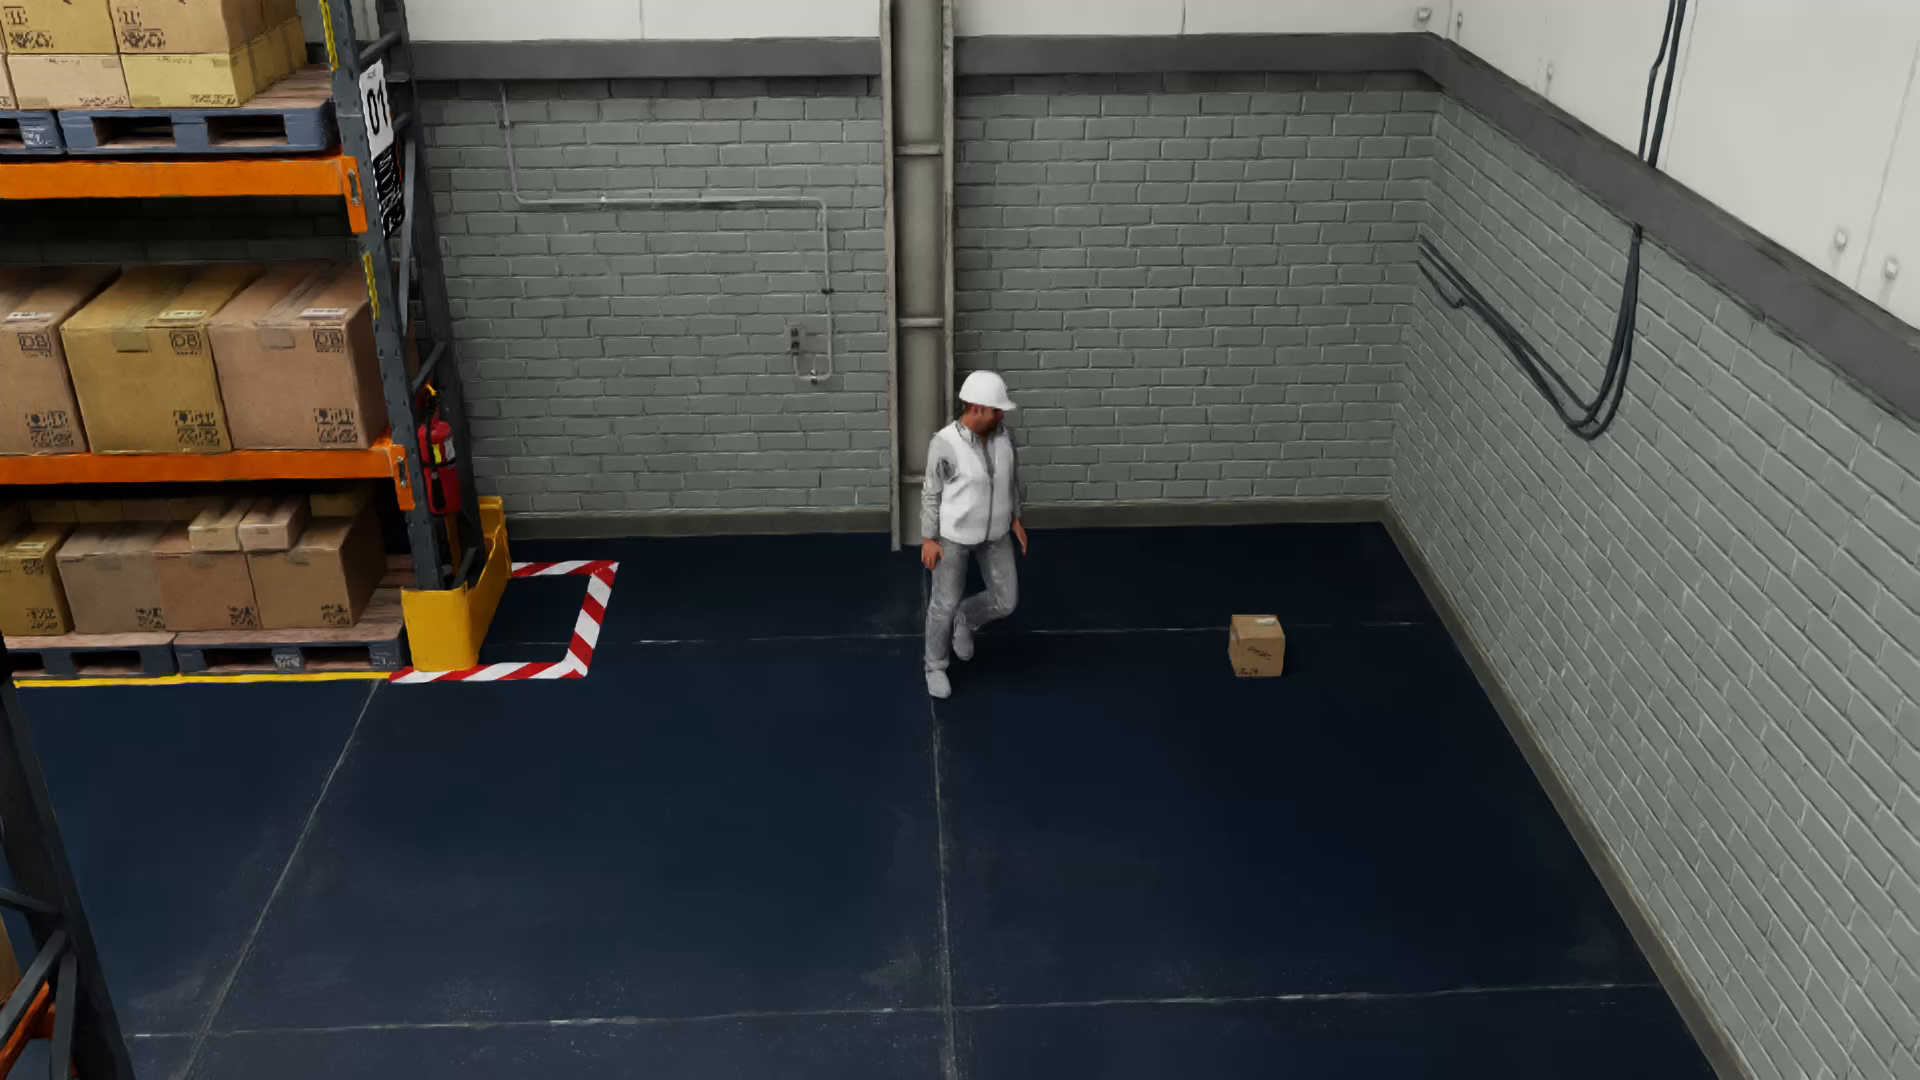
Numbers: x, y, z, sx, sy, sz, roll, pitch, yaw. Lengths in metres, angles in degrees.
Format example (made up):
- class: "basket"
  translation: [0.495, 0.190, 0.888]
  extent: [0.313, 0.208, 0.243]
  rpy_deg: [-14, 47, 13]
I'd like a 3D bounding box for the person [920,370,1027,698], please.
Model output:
- class: "person"
  translation: [0.034, -0.063, 8.704]
  extent: [0.605, 1.755, 0.486]
  rpy_deg: [-15, 31, -26]
